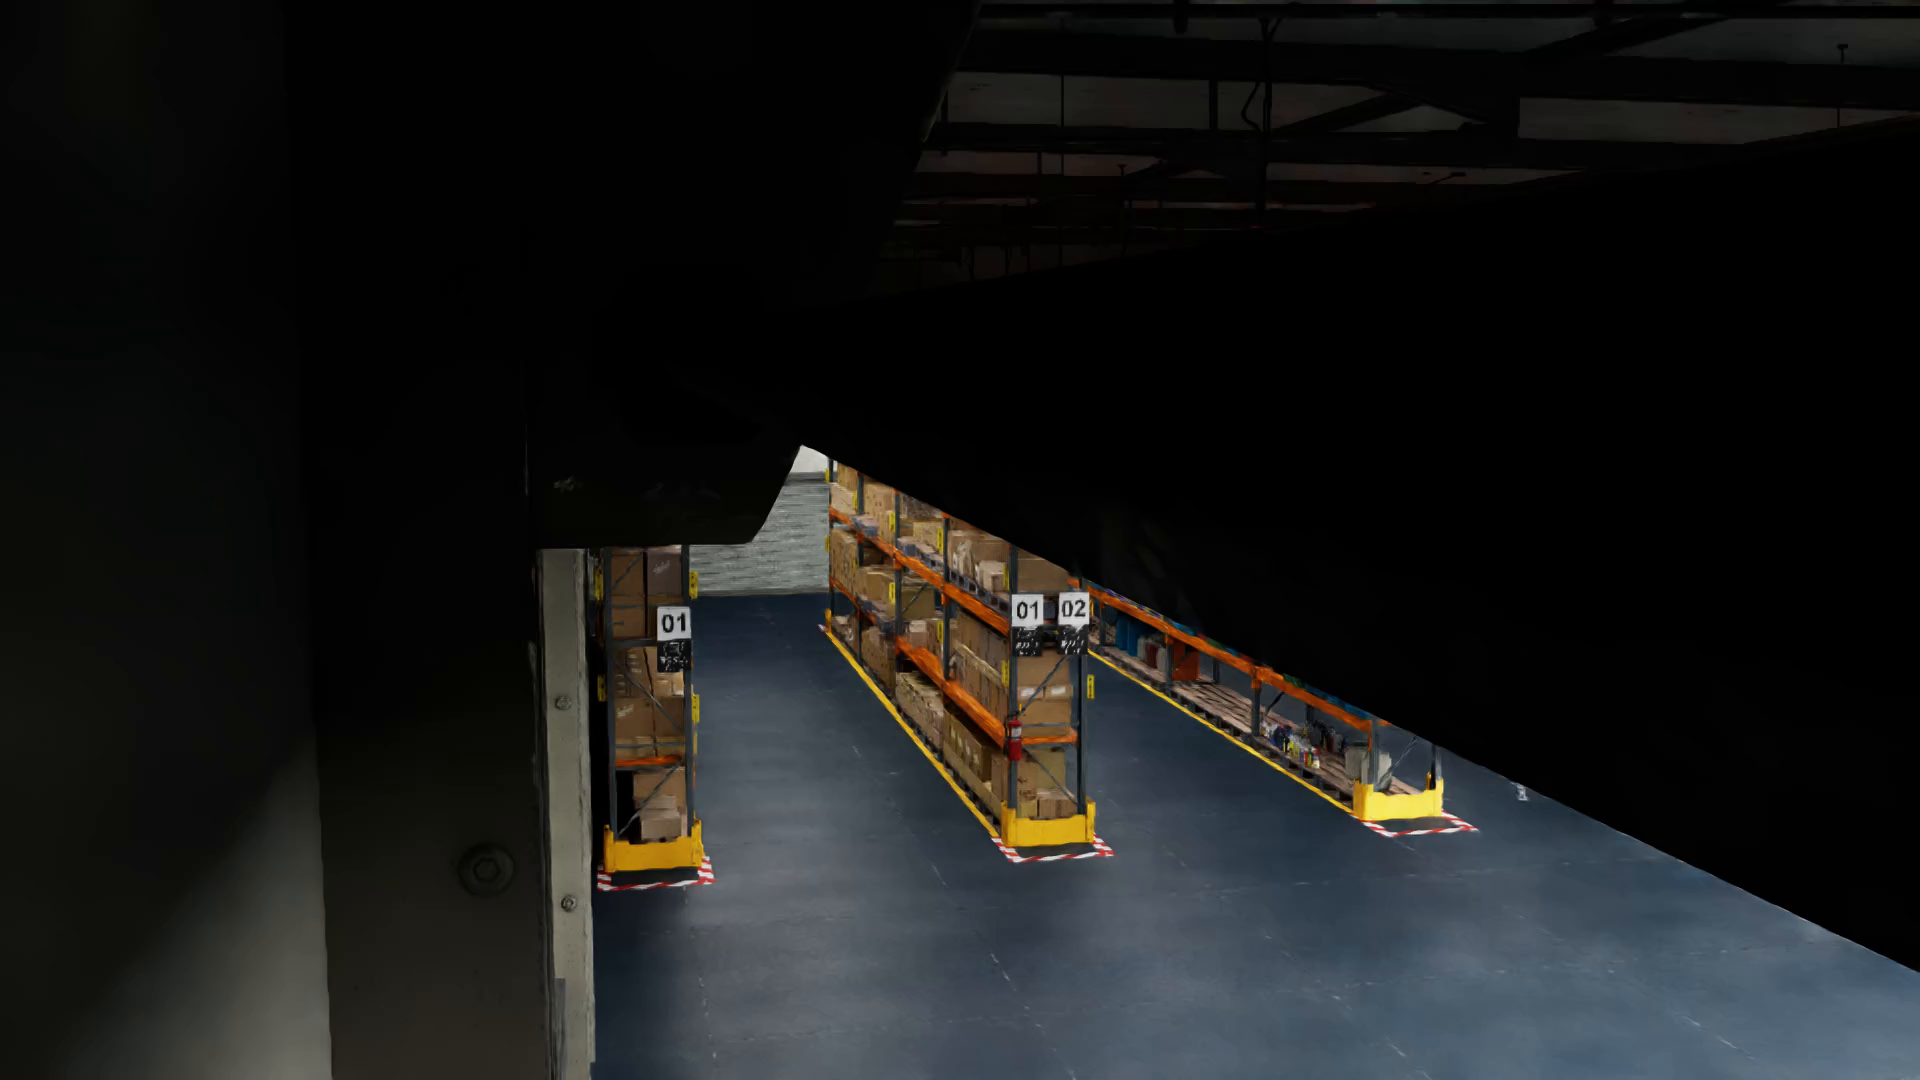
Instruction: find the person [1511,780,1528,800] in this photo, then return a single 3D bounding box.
[{"bbox_3d":[7.878,2.804,23.230,0.408,1.532,0.962,0,7,-3],"label":"person"}]
